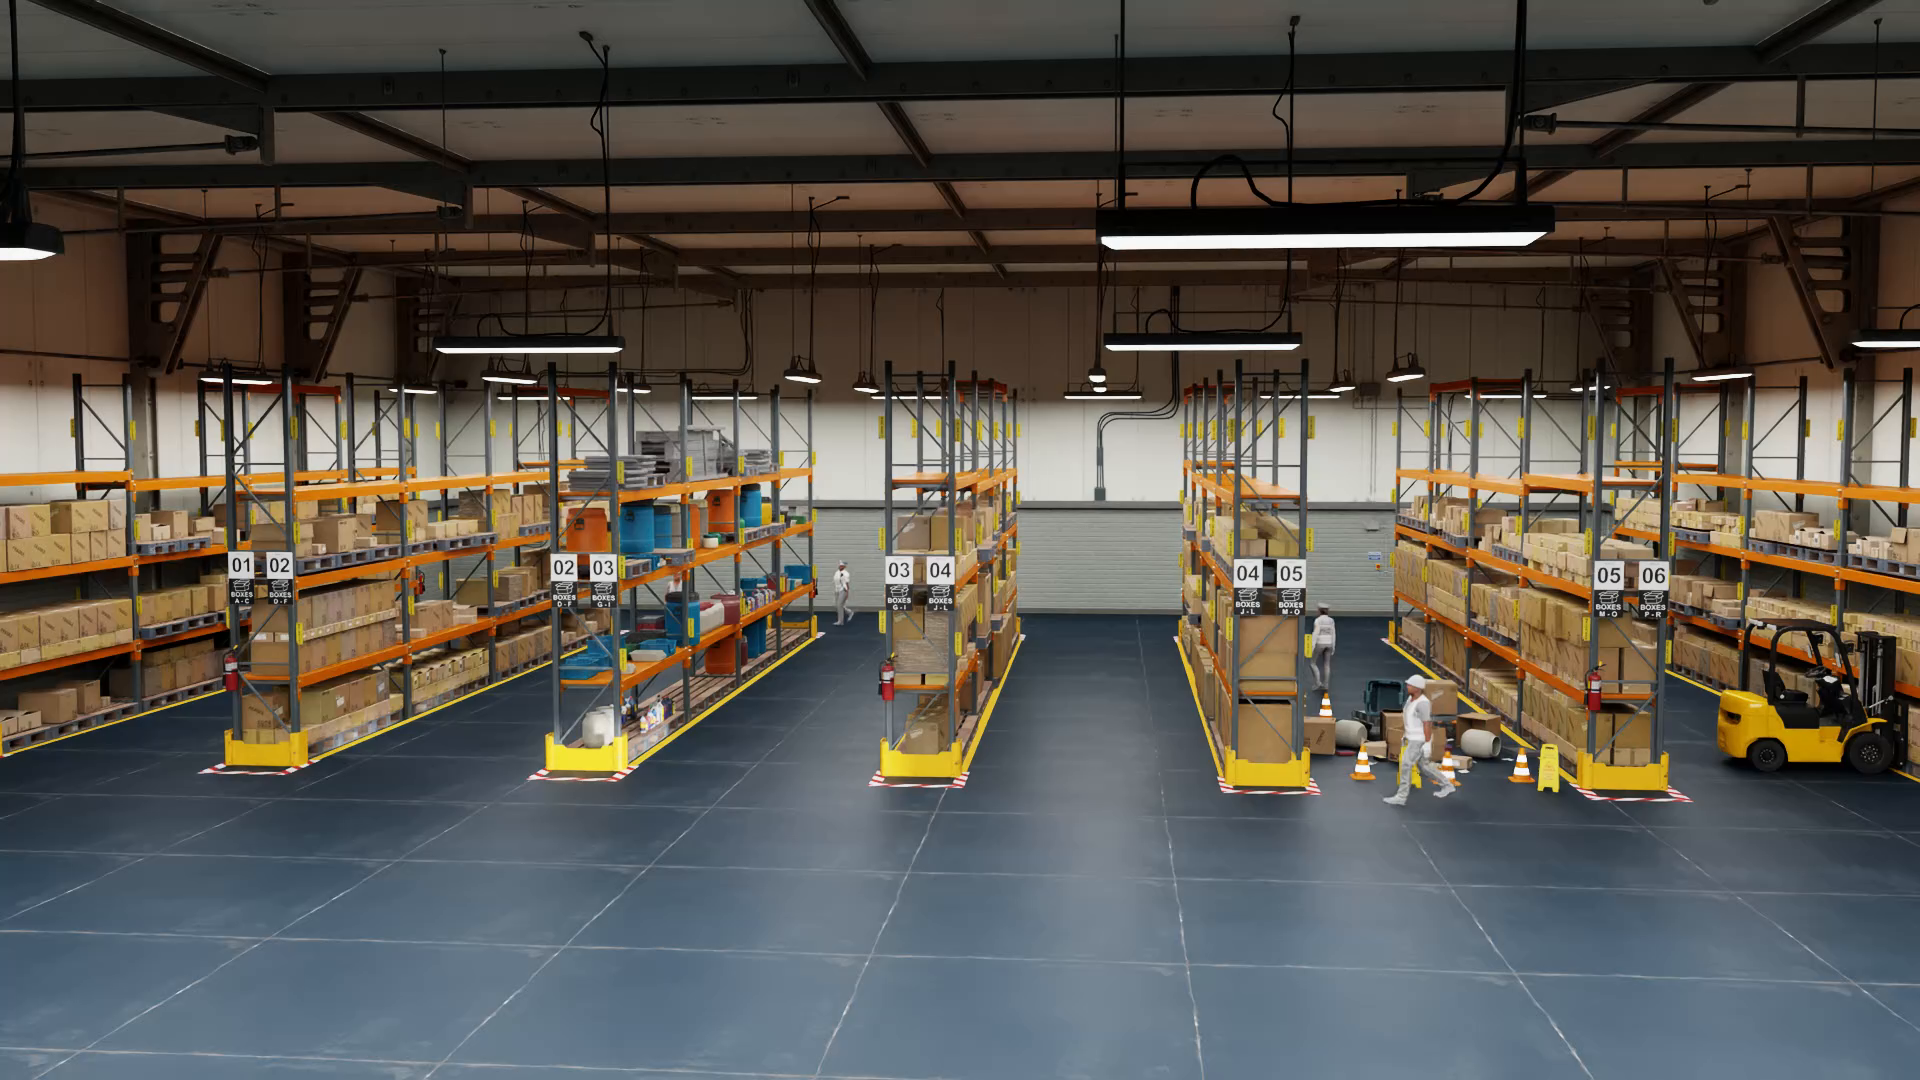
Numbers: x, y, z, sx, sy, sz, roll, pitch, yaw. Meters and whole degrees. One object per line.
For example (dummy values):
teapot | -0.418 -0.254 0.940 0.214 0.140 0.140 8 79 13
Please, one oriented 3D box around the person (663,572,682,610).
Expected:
person | -6.688 1.542 39.117 0.538 1.725 1.068 1 4 9

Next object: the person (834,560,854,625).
person | -2.997 1.345 42.764 0.655 1.653 0.463 -3 5 -34

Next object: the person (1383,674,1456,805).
person | 6.152 2.663 22.236 1.017 1.751 0.605 0 4 -2

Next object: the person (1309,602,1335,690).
person | 7.001 2.065 32.093 0.519 1.707 0.352 -1 4 -19
